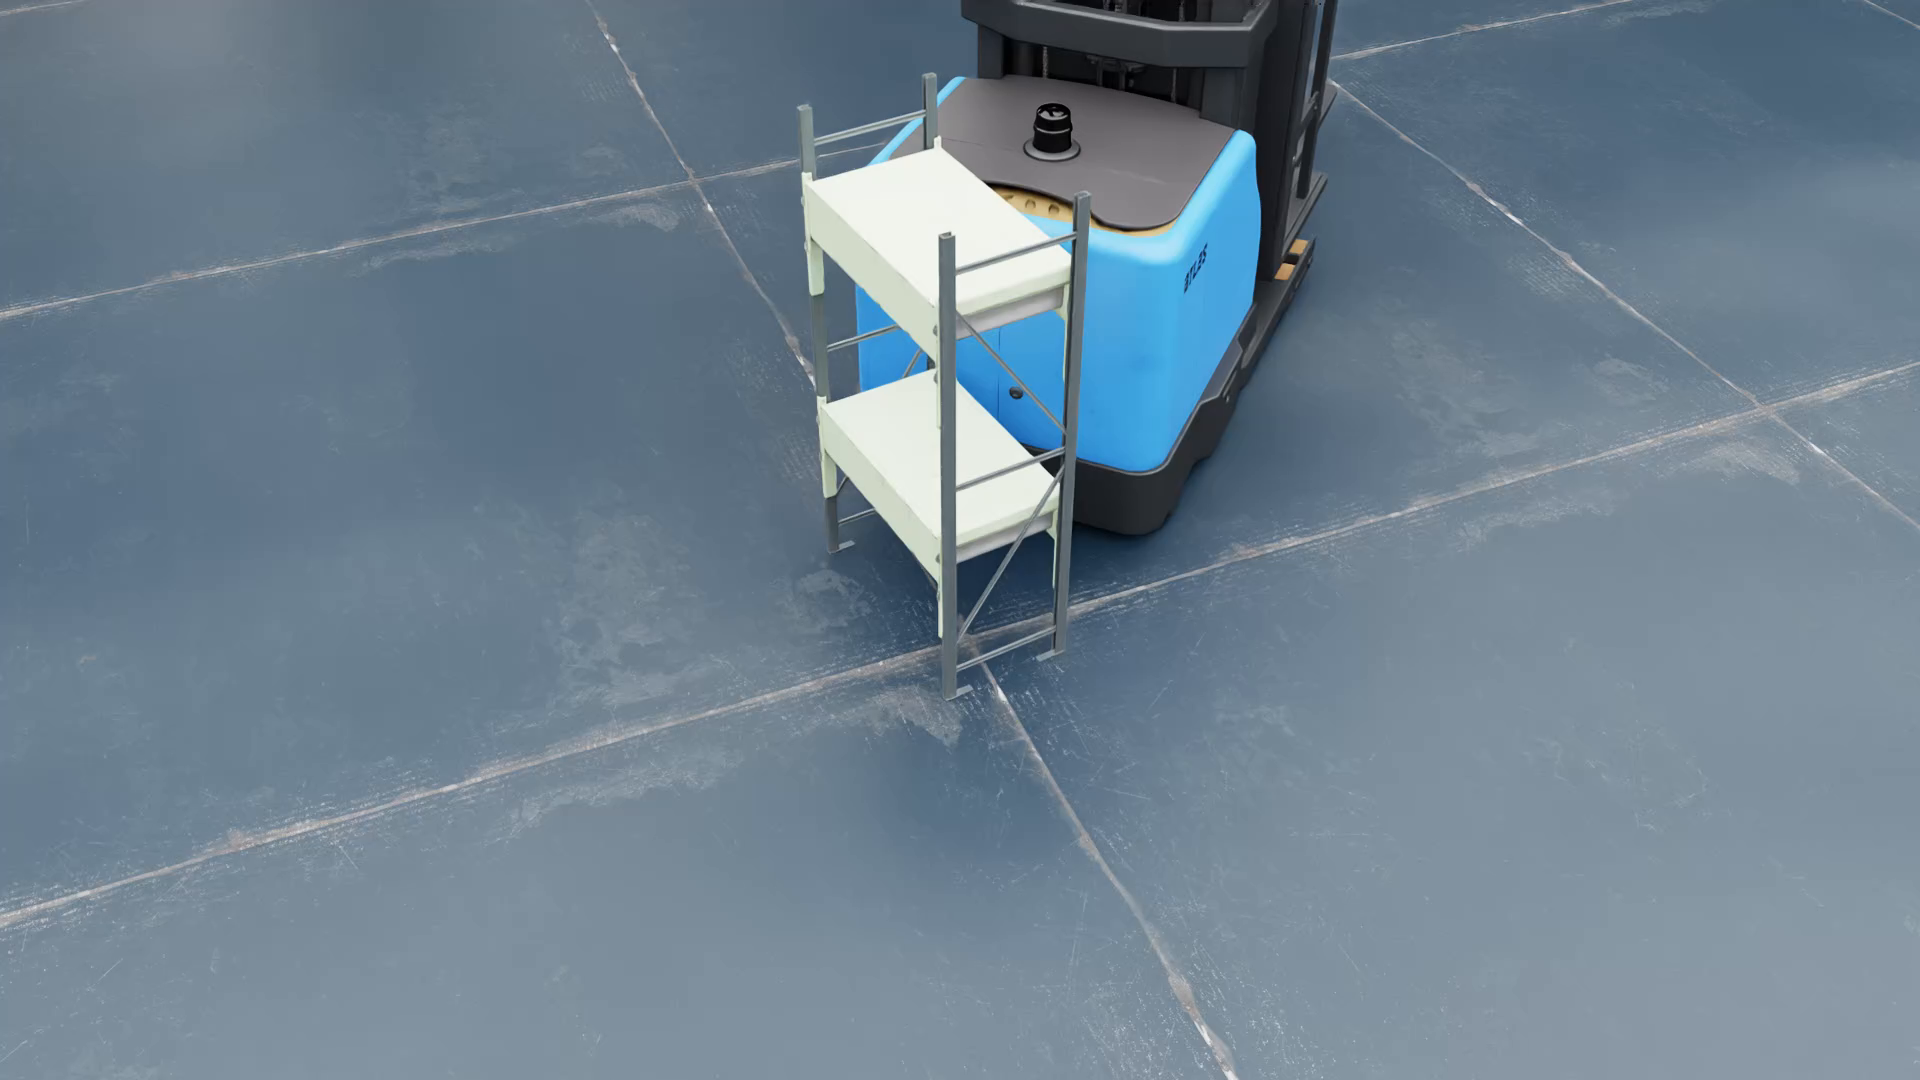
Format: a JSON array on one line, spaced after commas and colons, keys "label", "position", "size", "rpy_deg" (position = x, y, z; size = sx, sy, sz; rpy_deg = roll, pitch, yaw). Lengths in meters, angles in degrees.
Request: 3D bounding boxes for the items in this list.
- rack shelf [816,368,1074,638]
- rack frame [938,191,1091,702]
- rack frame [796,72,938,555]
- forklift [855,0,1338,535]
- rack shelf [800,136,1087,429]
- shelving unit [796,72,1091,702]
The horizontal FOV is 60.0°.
[{"label": "rack shelf", "position": [-0.055, -0.139, 4.761], "size": [0.431, 0.370, 0.720], "rpy_deg": [-21, 45, -22]}, {"label": "rack frame", "position": [0.129, -0.180, 4.309], "size": [0.400, 1.500, 0.023], "rpy_deg": [-21, 45, -22]}, {"label": "rack frame", "position": [-0.239, -0.593, 4.789], "size": [0.400, 1.500, 0.023], "rpy_deg": [-21, 45, -22]}, {"label": "forklift", "position": [0.716, -2.091, 5.433], "size": [1.130, 2.935, 3.031], "rpy_deg": [16, 43, 18]}, {"label": "rack shelf", "position": [-0.055, -0.682, 4.294], "size": [0.431, 0.370, 0.720], "rpy_deg": [-21, 45, -22]}, {"label": "shelving unit", "position": [-0.055, -0.386, 4.549], "size": [0.431, 1.500, 0.755], "rpy_deg": [-21, 45, -22]}]
